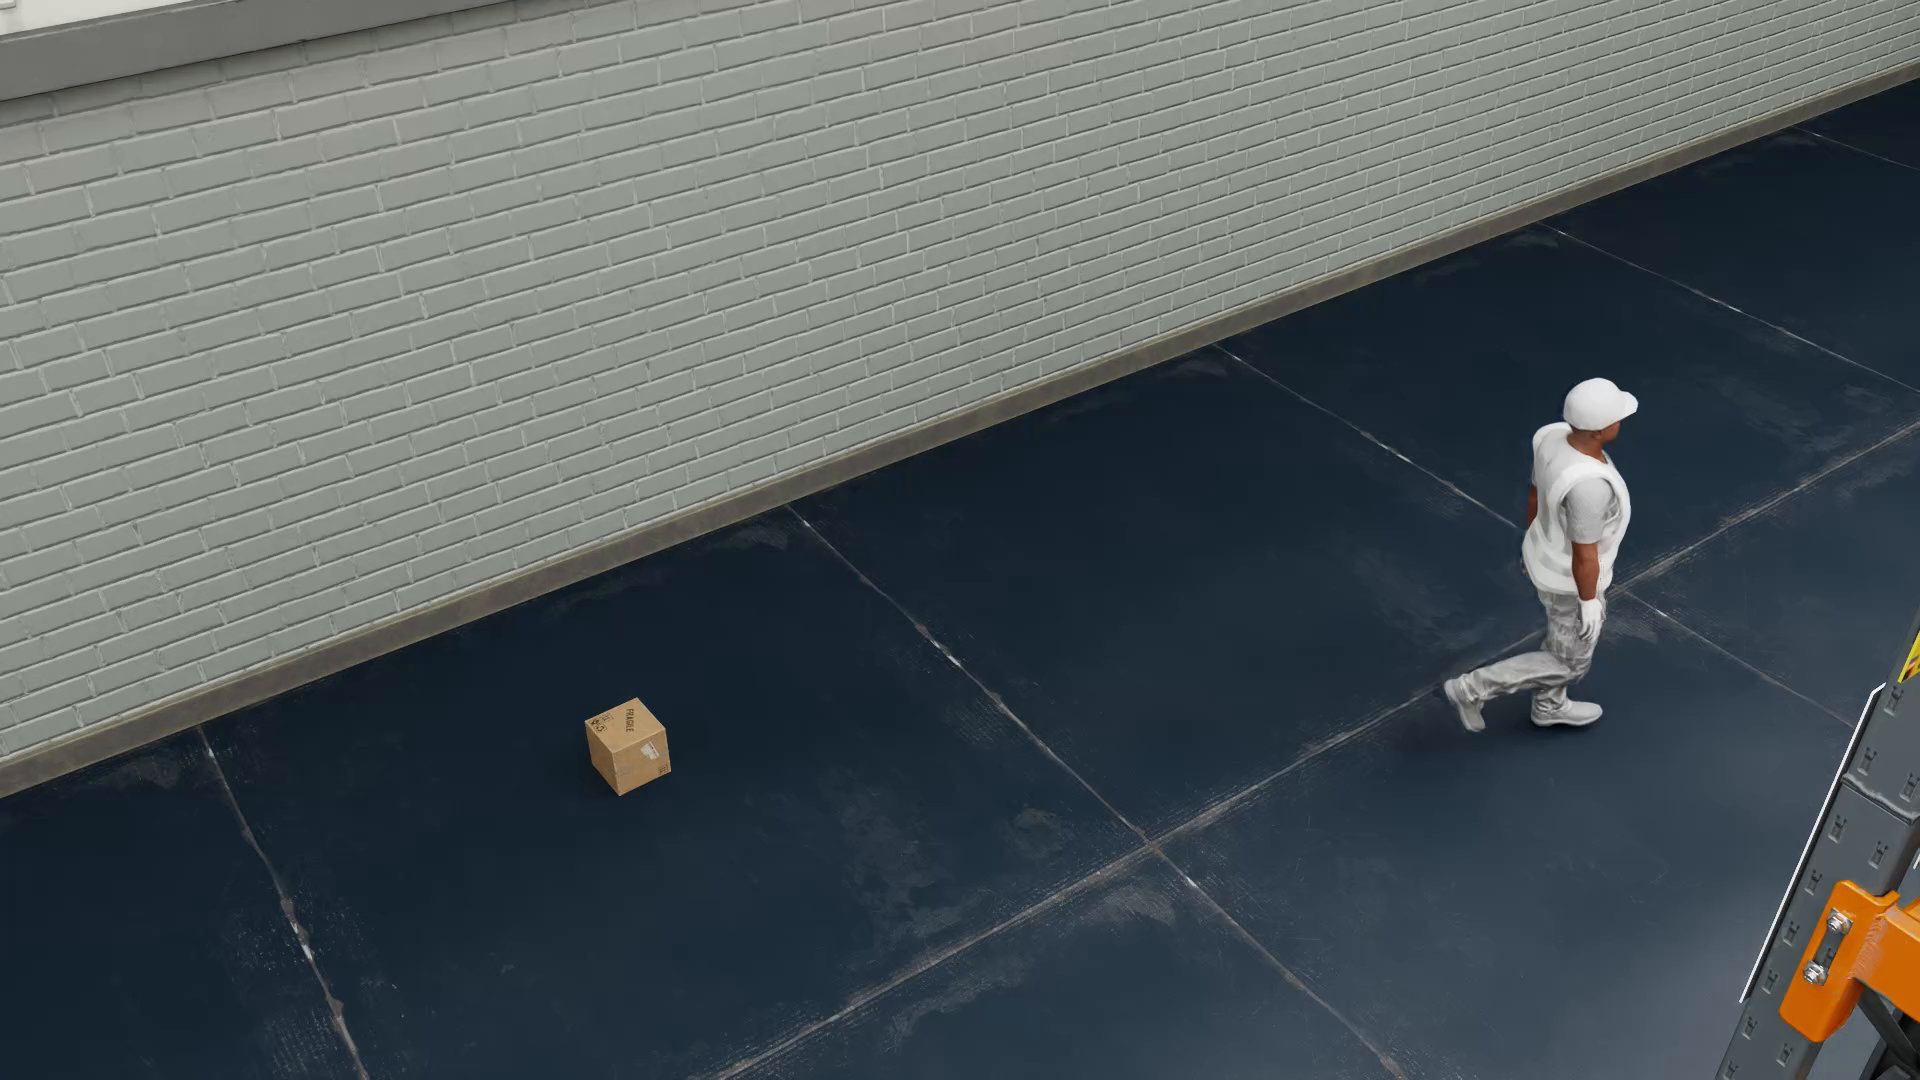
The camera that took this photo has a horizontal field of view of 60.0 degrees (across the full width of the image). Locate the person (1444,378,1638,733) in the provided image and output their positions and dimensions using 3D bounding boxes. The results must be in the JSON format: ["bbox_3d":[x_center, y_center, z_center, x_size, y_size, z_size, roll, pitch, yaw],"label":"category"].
[{"bbox_3d":[2.450,0.118,6.805,0.753,1.766,0.557,3,36,4],"label":"person"}]
